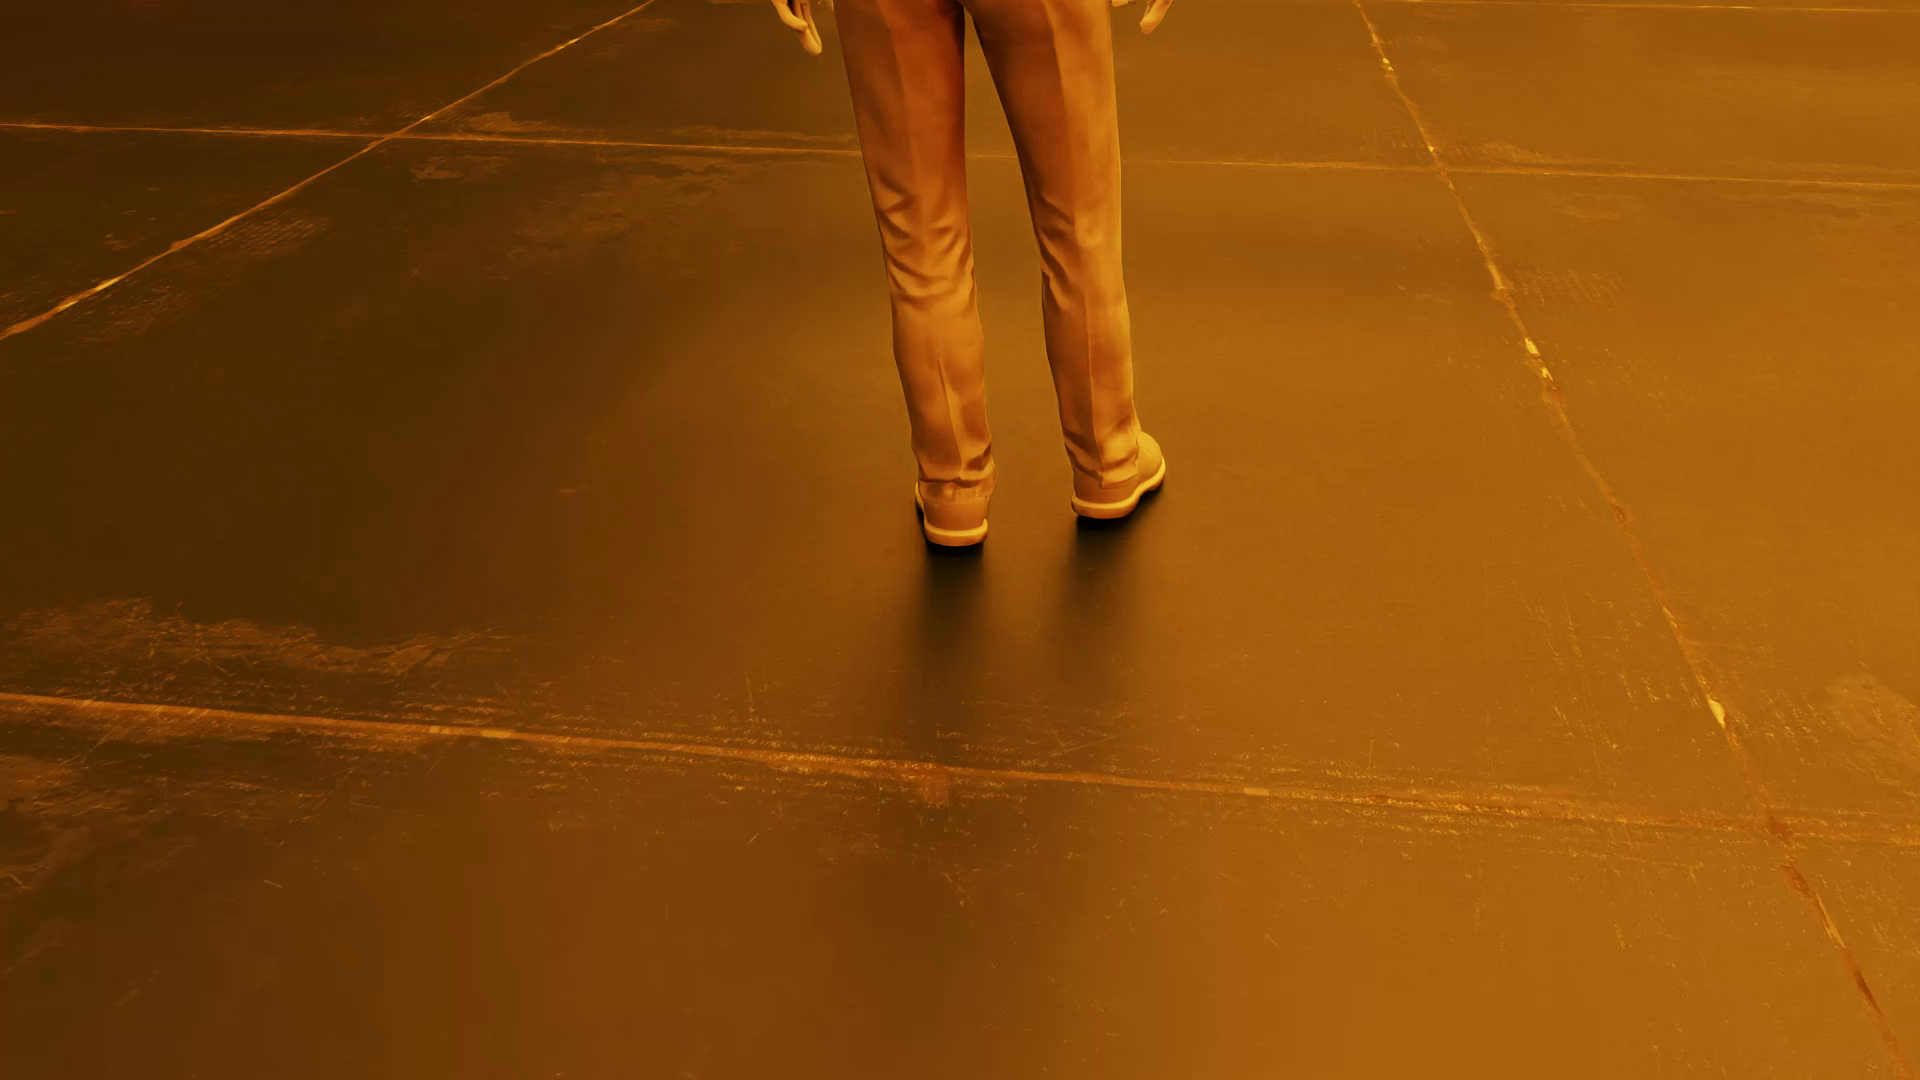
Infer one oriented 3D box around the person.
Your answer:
[{"bbox_3d":[0.015,-0.794,2.178,0.588,1.695,0.531,3,27,7],"label":"person"}]
